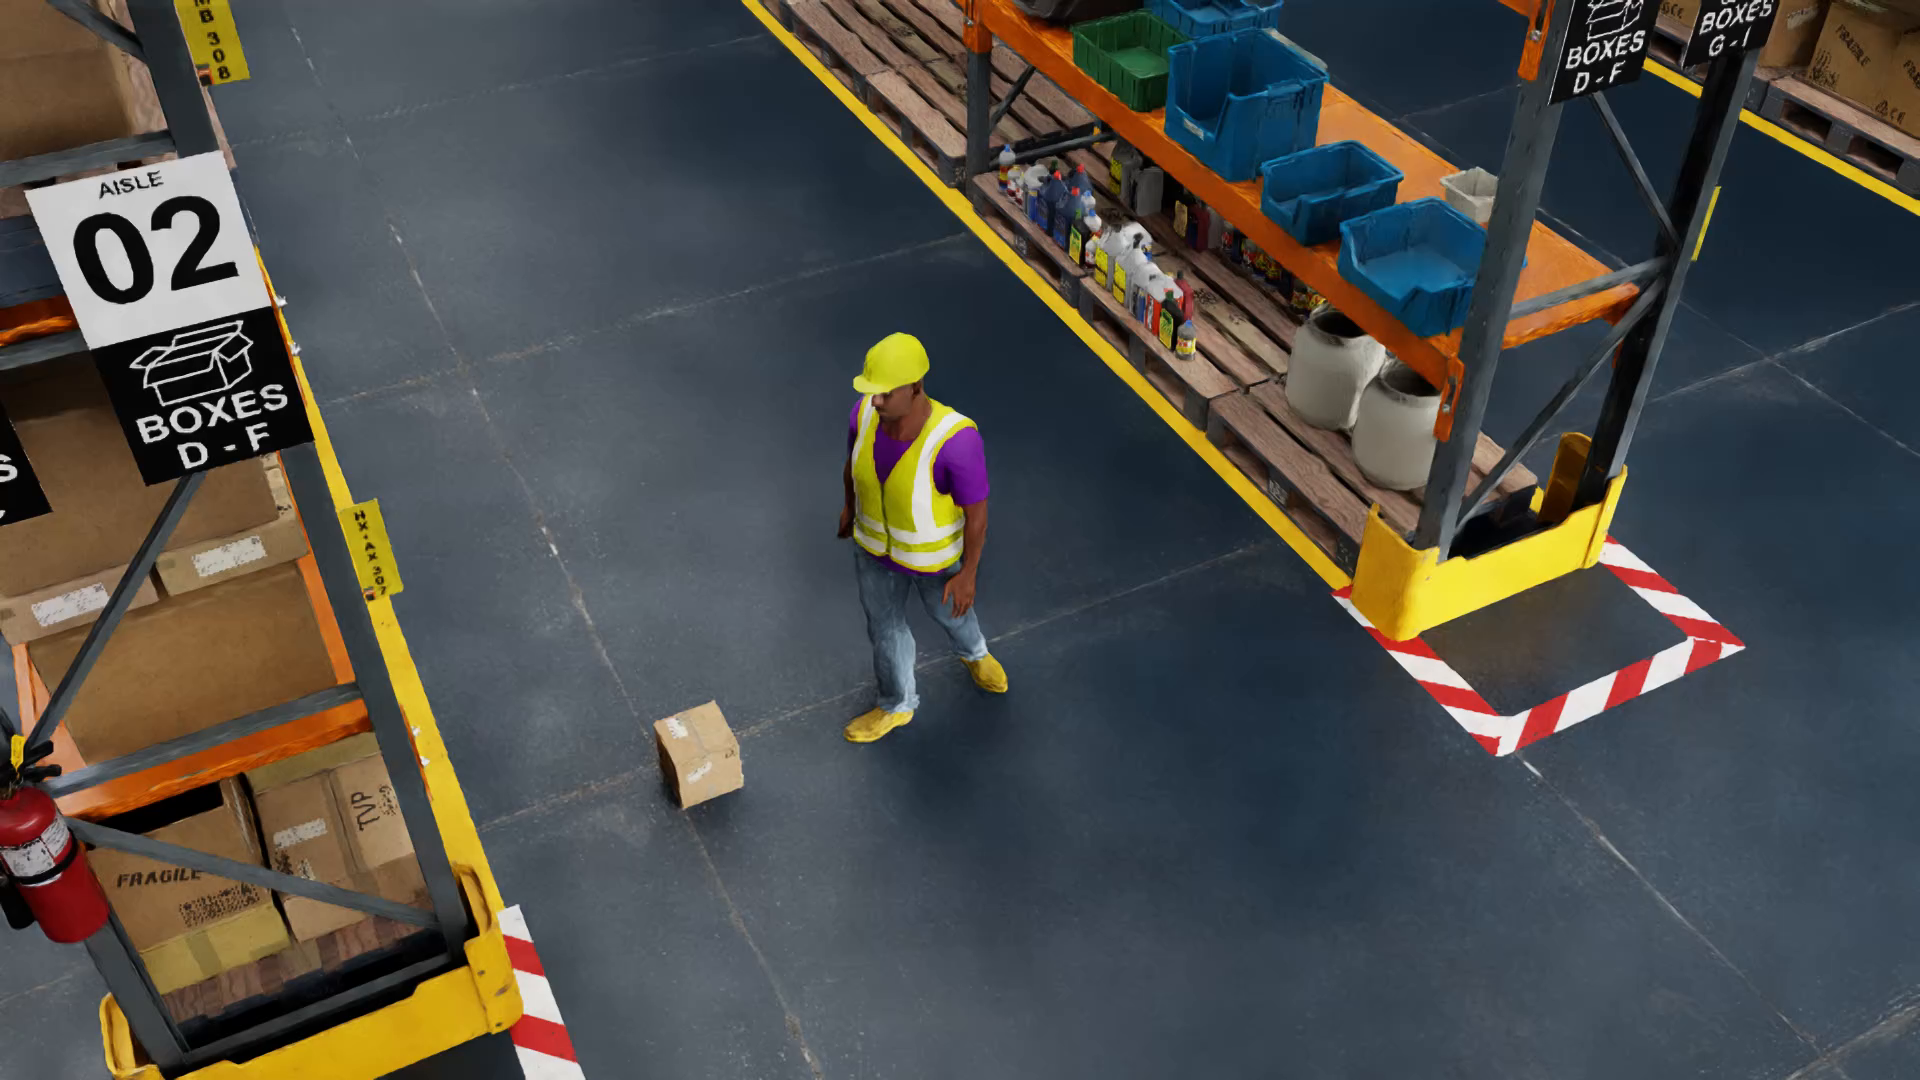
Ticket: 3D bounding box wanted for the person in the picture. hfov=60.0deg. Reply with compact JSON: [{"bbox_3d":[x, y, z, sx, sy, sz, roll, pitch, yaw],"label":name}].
[{"bbox_3d":[-0.185,-0.018,6.165,0.681,1.758,0.682,20,45,21],"label":"person"}]
